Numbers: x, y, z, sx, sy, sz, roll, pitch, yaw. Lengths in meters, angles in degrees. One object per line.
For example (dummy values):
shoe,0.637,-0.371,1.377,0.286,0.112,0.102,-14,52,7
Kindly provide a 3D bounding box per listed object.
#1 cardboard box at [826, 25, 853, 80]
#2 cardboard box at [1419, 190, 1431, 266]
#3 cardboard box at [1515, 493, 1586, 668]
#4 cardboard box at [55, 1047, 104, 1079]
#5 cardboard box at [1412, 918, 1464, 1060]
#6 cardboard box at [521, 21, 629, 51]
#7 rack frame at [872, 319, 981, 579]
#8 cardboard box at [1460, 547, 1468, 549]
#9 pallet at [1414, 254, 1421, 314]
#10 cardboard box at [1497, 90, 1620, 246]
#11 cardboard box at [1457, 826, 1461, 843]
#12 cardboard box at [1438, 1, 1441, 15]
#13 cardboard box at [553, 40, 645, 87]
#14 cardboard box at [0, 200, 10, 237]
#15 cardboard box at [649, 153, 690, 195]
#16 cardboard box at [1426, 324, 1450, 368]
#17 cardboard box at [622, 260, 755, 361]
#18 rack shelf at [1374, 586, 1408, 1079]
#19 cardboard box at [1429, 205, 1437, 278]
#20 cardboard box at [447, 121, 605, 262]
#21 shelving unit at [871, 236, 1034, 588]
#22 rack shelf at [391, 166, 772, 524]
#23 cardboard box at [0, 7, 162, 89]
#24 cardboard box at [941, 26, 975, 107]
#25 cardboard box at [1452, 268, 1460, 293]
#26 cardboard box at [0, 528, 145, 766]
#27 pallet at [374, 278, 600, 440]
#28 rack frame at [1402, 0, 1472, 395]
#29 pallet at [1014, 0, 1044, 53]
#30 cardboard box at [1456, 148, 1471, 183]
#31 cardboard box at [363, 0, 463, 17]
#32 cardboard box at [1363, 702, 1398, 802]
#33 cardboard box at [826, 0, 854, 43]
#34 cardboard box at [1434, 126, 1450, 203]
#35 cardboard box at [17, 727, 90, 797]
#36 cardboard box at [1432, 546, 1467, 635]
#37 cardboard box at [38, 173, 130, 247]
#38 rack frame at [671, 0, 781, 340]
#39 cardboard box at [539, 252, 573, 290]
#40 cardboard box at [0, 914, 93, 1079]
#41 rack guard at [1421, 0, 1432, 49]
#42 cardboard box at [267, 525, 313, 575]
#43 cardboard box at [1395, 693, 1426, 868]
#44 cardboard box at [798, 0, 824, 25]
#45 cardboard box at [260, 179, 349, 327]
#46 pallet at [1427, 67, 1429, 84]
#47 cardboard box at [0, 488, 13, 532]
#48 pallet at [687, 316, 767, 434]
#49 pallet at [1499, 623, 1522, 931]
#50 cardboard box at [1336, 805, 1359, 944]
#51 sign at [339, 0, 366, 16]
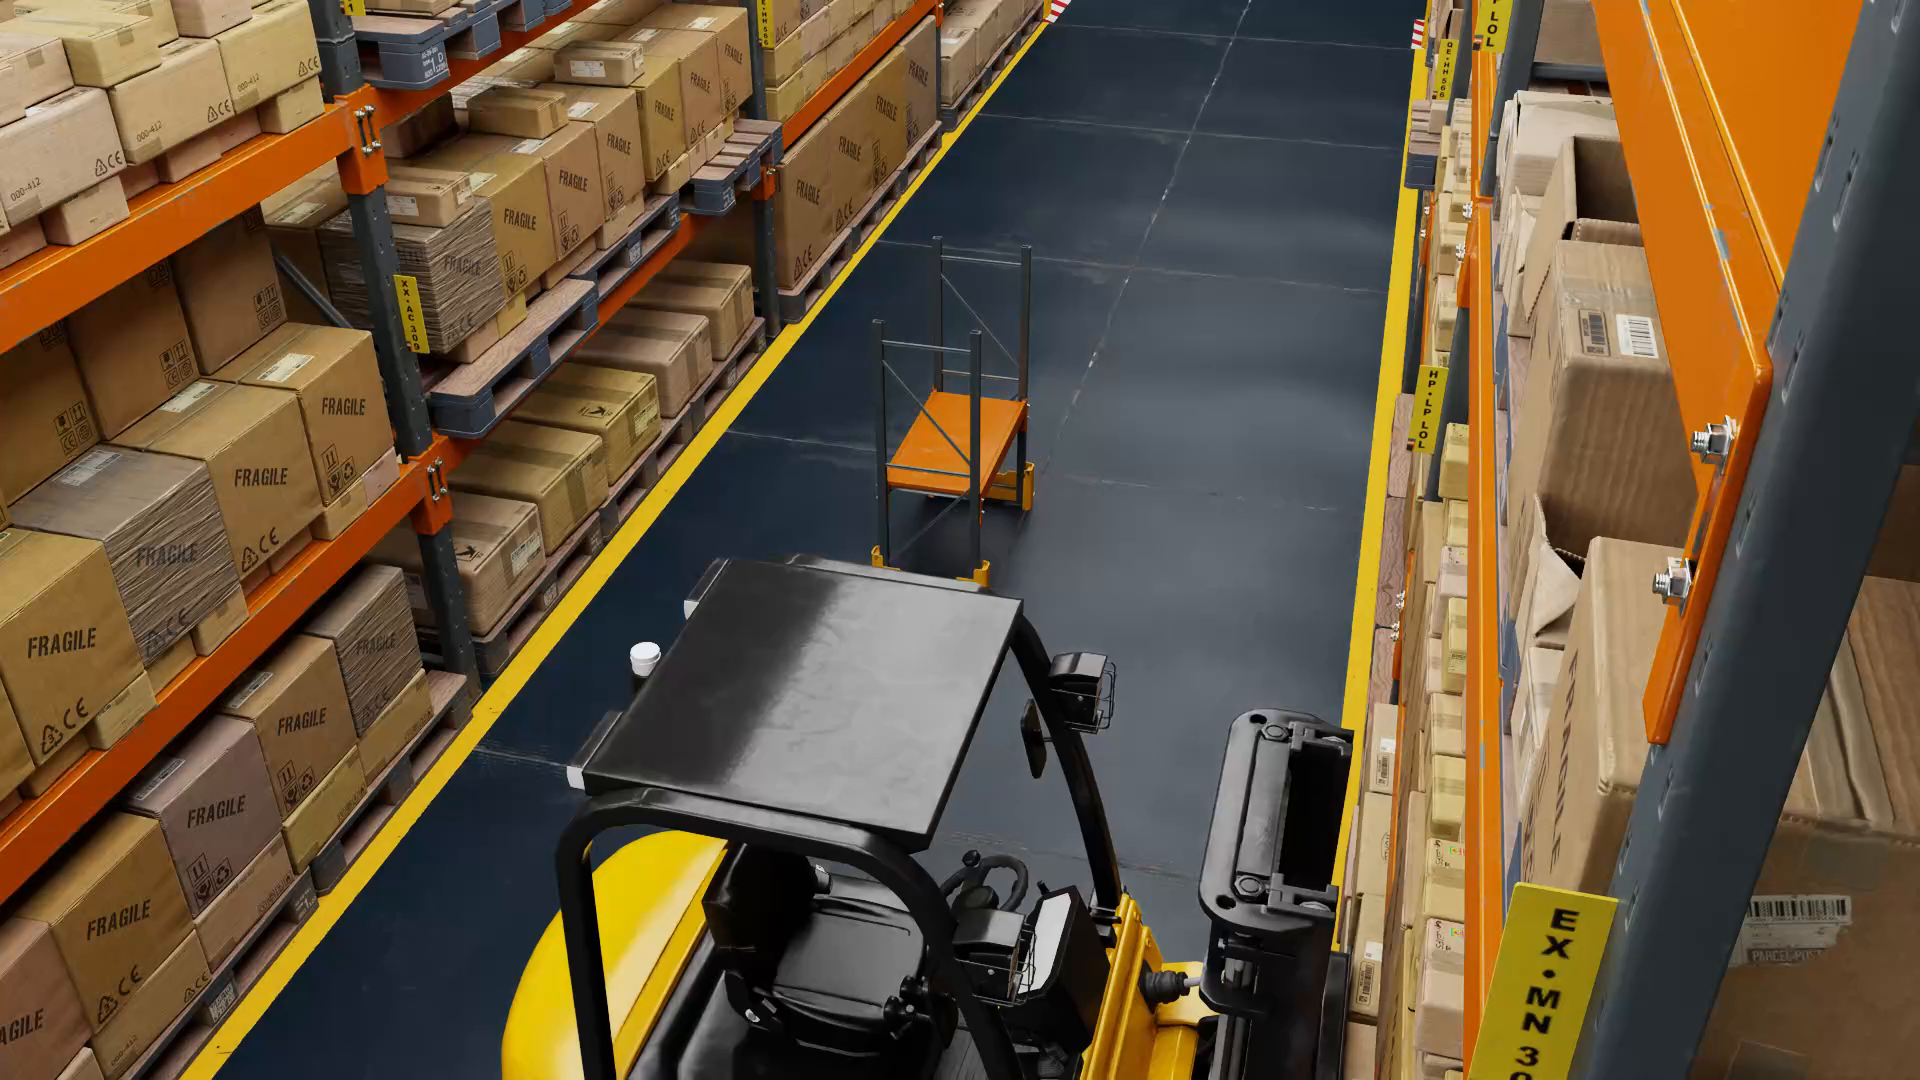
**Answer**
cardboard box,-1.052,-3.363,11.384,0.500,0.250,0.500,9,34,14
cardboard box,3.411,-2.166,11.300,0.500,0.500,0.500,7,33,11
cardboard box,1.081,0.127,2.599,0.396,0.266,0.258,8,33,13
cardboard box,-3.093,1.823,5.258,0.500,0.250,0.500,9,34,14
cardboard box,1.154,0.962,3.466,0.380,0.149,0.250,9,33,14
cardboard box,-2.135,-2.538,9.185,0.500,0.500,0.500,10,34,15
rack frame,-0.151,-0.325,7.863,0.500,1.500,0.032,8,33,12
cardboard box,1.677,0.170,4.988,0.380,0.149,0.250,8,33,12
pallet,3.668,-1.829,11.431,1.003,0.211,1.213,8,33,12
cardboard box,1.669,-0.966,4.276,0.500,0.311,0.500,9,33,13
cardboard box,1.370,0.838,3.937,0.380,0.149,0.250,8,33,12
cardboard box,3.422,-3.520,11.225,0.396,0.266,0.258,10,34,15
cardboard box,-1.814,-2.398,8.359,0.380,0.149,0.250,6,33,10
cardboard box,-2.923,-0.862,4.377,0.500,0.250,0.500,9,33,13
cardboard box,-1.674,-1.976,8.904,0.380,0.149,0.250,9,33,13
cardboard box,2.116,-0.622,6.607,0.500,0.250,0.500,7,33,11
cardboard box,-1.824,-1.443,10.282,0.950,0.372,0.625,6,33,9
rack shelf,1.608,1.424,4.384,1.077,0.370,4.000,8,33,12
cardboard box,2.649,-1.472,8.409,0.500,0.250,0.500,7,33,11
cardboard box,-2.025,-1.655,7.795,0.500,0.500,0.500,8,33,12
shelving unit,-0.019,-0.593,8.285,0.587,1.500,1.083,8,33,12
rack shelf,-2.179,-1.325,8.709,1.077,0.370,4.000,8,33,12
cardboard box,-2.639,-1.472,4.965,0.380,0.149,0.250,9,34,14
cardboard box,-0.393,-4.149,14.478,0.875,0.438,0.875,8,33,12
cardboard box,2.214,-0.979,6.795,0.380,0.149,0.250,7,33,11
cardboard box,-2.936,0.310,5.095,0.500,0.500,0.500,7,33,11
pallet,-2.352,-0.887,7.528,1.003,0.211,1.213,8,33,12
rack frame,3.131,-1.993,9.089,1.000,3.000,0.127,8,33,12
pallet,0.232,-5.216,16.757,1.003,0.211,1.213,8,33,12
cardboard box,2.604,-1.770,8.041,0.380,0.149,0.250,8,33,13
cardboard box,-2.150,-2.219,6.397,0.500,0.250,0.500,7,33,11
cardboard box,1.689,0.853,5.853,0.500,0.250,0.500,8,33,12
cardboard box,-1.033,-3.569,11.241,0.500,0.250,0.500,8,33,12
cardboard box,2.758,-1.947,8.690,0.500,0.250,0.500,8,33,12
cardboard box,-2.973,0.641,5.180,0.380,0.149,0.250,7,33,11
cardboard box,1.548,0.168,4.715,0.380,0.149,0.250,9,33,13
cardboard box,-2.747,-1.013,4.986,0.380,0.149,0.250,9,34,14
rack frame,-1.671,-2.667,10.149,1.000,3.000,0.127,8,33,12
cardboard box,-2.065,-1.319,7.872,0.380,0.149,0.250,9,33,13
cardboard box,-3.096,1.486,5.089,0.500,0.500,0.500,7,33,11
rack guard,5.142,-5.050,16.227,1.175,0.500,0.348,8,33,12
cardboard box,-2.672,-0.021,6.222,0.380,0.149,0.250,8,33,13
cardboard box,1.507,0.771,4.648,0.500,0.500,0.500,8,33,12
cardboard box,-1.193,-3.612,10.611,0.500,0.500,0.500,8,33,13
cardboard box,-2.791,-1.207,7.090,0.500,0.500,0.500,7,33,11
pallet,4.940,-4.514,15.654,1.003,0.211,1.213,8,33,12
cardboard box,-3.357,-0.180,4.934,0.700,0.500,0.500,8,33,12
pallet,-1.871,-1.084,10.259,1.003,0.211,1.213,8,33,12
pallet,1.305,0.567,2.349,1.003,0.211,1.213,8,33,12
cardboard box,1.673,1.272,6.124,0.500,0.250,0.500,8,33,13
sign,-2.160,-2.005,5.830,0.100,0.325,0.005,8,33,12
